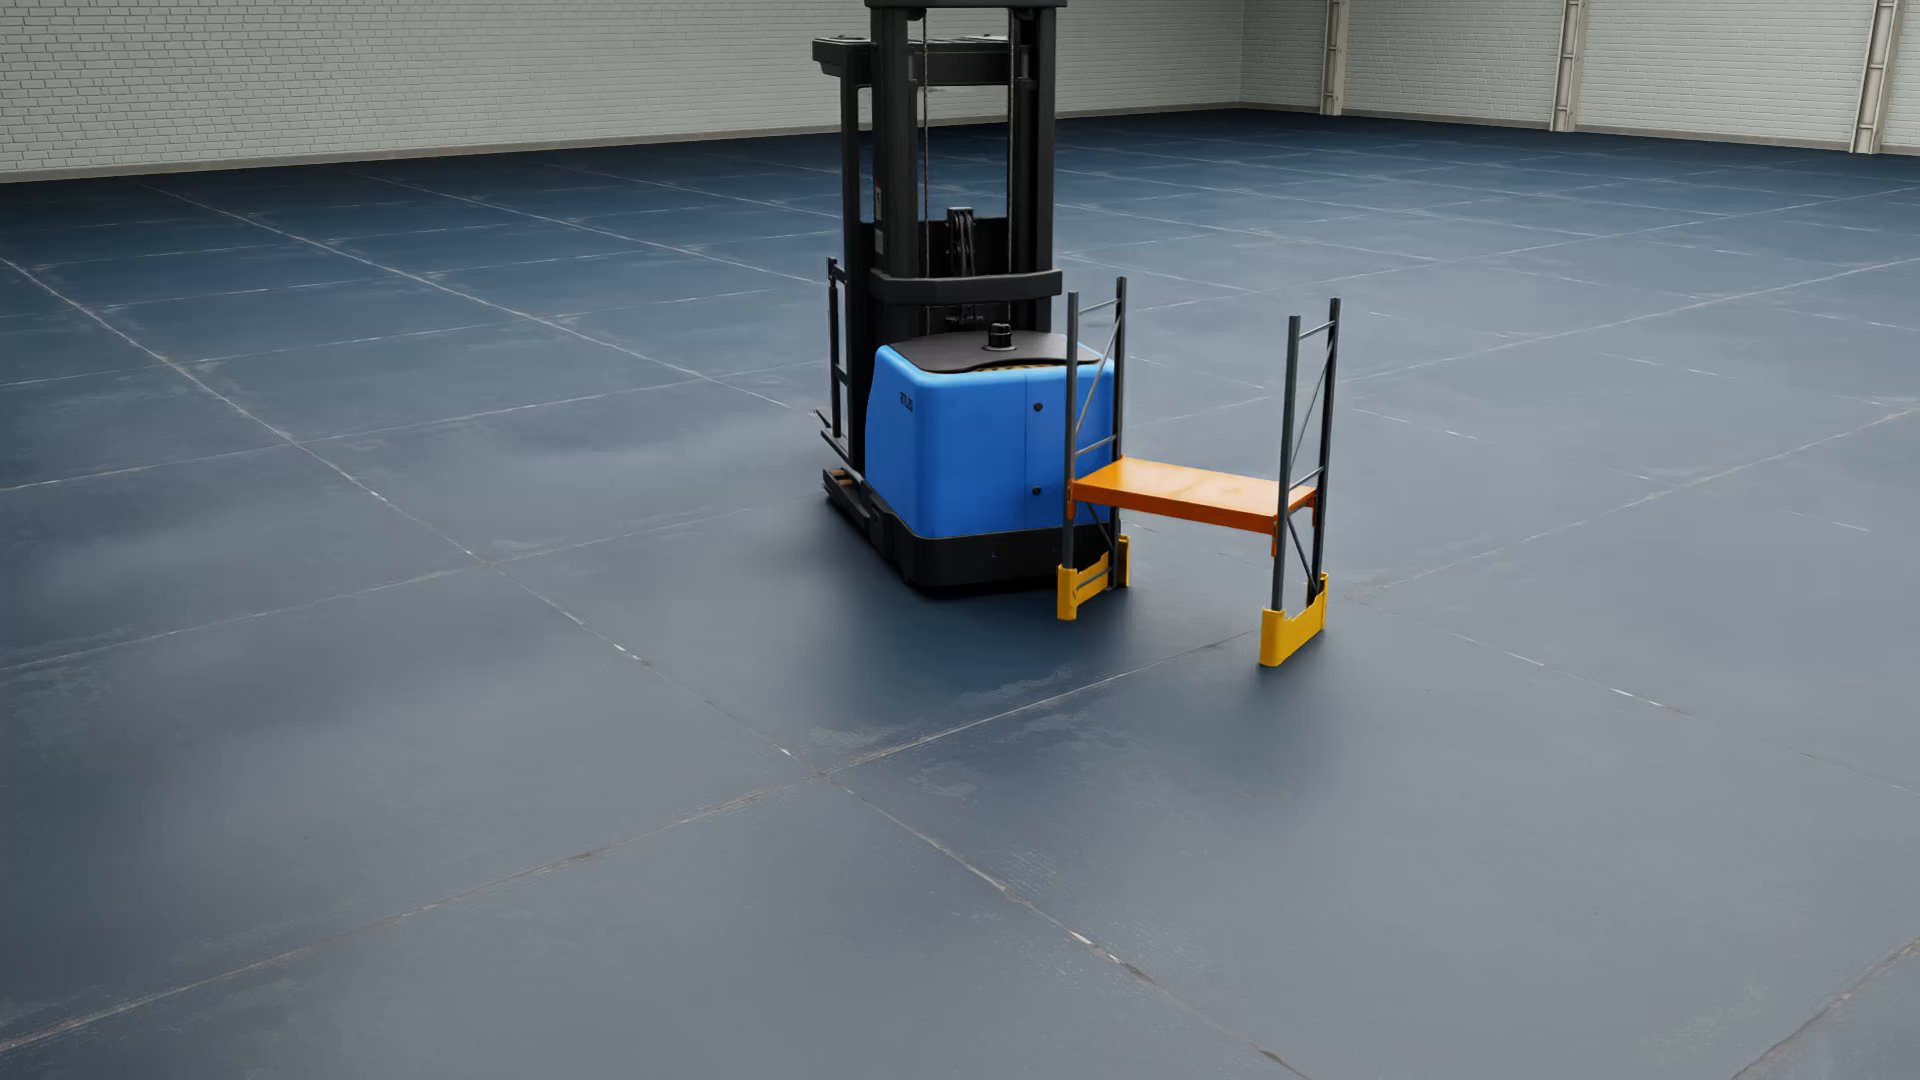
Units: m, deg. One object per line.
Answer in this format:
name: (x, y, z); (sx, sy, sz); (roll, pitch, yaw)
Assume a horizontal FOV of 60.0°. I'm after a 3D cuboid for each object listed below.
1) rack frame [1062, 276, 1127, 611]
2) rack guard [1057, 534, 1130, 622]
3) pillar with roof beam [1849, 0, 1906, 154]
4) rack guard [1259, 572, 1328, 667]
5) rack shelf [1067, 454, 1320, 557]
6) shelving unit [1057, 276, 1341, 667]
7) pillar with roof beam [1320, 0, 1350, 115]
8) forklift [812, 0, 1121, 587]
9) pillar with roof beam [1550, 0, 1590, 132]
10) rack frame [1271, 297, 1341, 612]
rack frame: (0.613, -0.425, 7.620); (0.032, 1.500, 0.500); (11, 21, 31)
rack guard: (0.629, 0.172, 7.807); (0.087, 0.250, 0.587); (11, 21, 31)
pillar with roof beam: (12.628, -10.286, 25.472); (9.100, 9.000, 0.400); (-14, 23, -36)
rack guard: (1.468, 0.341, 7.297); (0.087, 0.250, 0.587); (11, 21, 31)
rack shelf: (1.041, -0.168, 7.416); (1.000, 0.185, 0.538); (11, 21, 31)
shelving unit: (1.049, -0.337, 7.355); (1.083, 1.500, 0.587); (11, 21, 31)
pillar with roof beam: (5.177, -13.243, 34.402); (9.100, 9.000, 0.400); (-14, 23, -36)
forklift: (-0.139, -1.596, 8.881); (1.130, 2.935, 3.031); (-6, 19, -16)
pillar with roof beam: (8.902, -11.765, 29.937); (9.100, 9.000, 0.400); (-14, 23, -36)
rack frame: (1.469, -0.252, 7.100); (0.032, 1.500, 0.500); (11, 21, 31)
